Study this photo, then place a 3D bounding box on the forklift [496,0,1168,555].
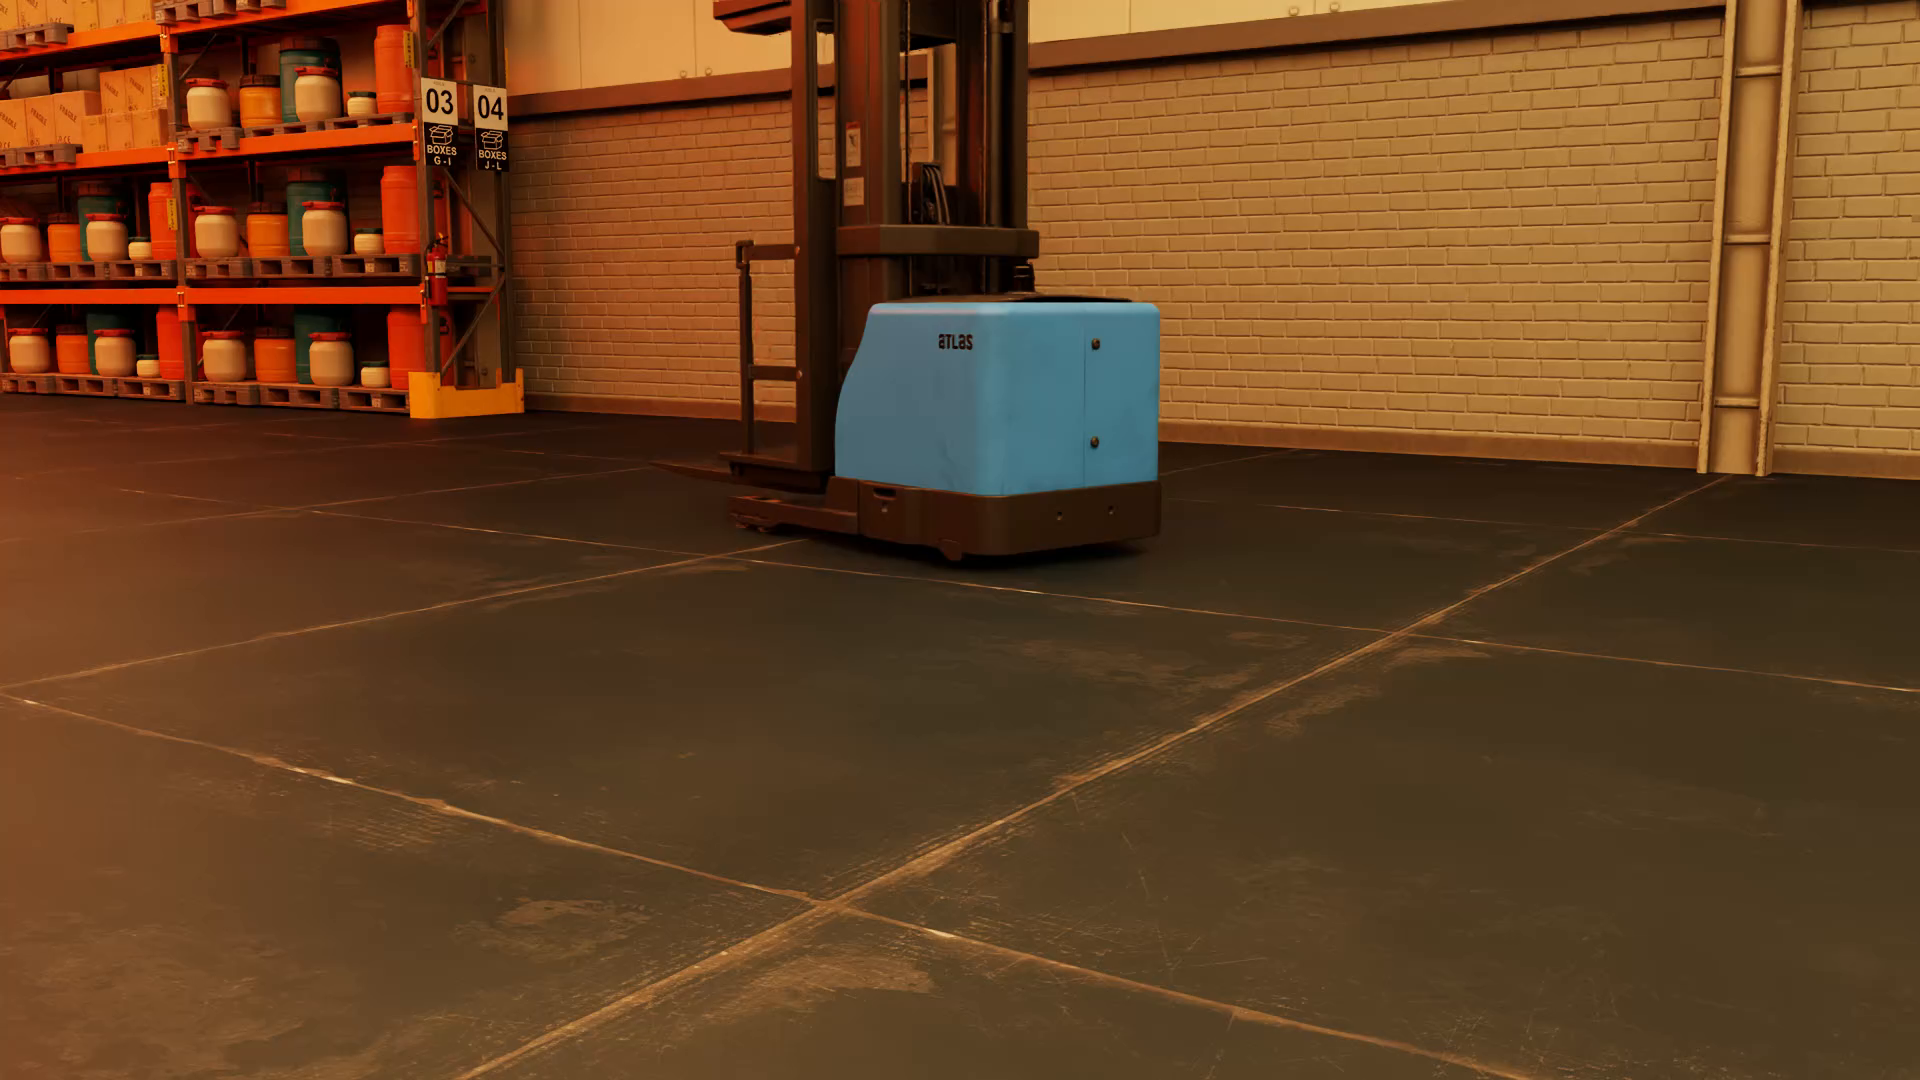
[{"bbox_3d":[-0.596,-1.469,7.520,3.031,2.935,1.130,2,8,12],"label":"forklift"}]
